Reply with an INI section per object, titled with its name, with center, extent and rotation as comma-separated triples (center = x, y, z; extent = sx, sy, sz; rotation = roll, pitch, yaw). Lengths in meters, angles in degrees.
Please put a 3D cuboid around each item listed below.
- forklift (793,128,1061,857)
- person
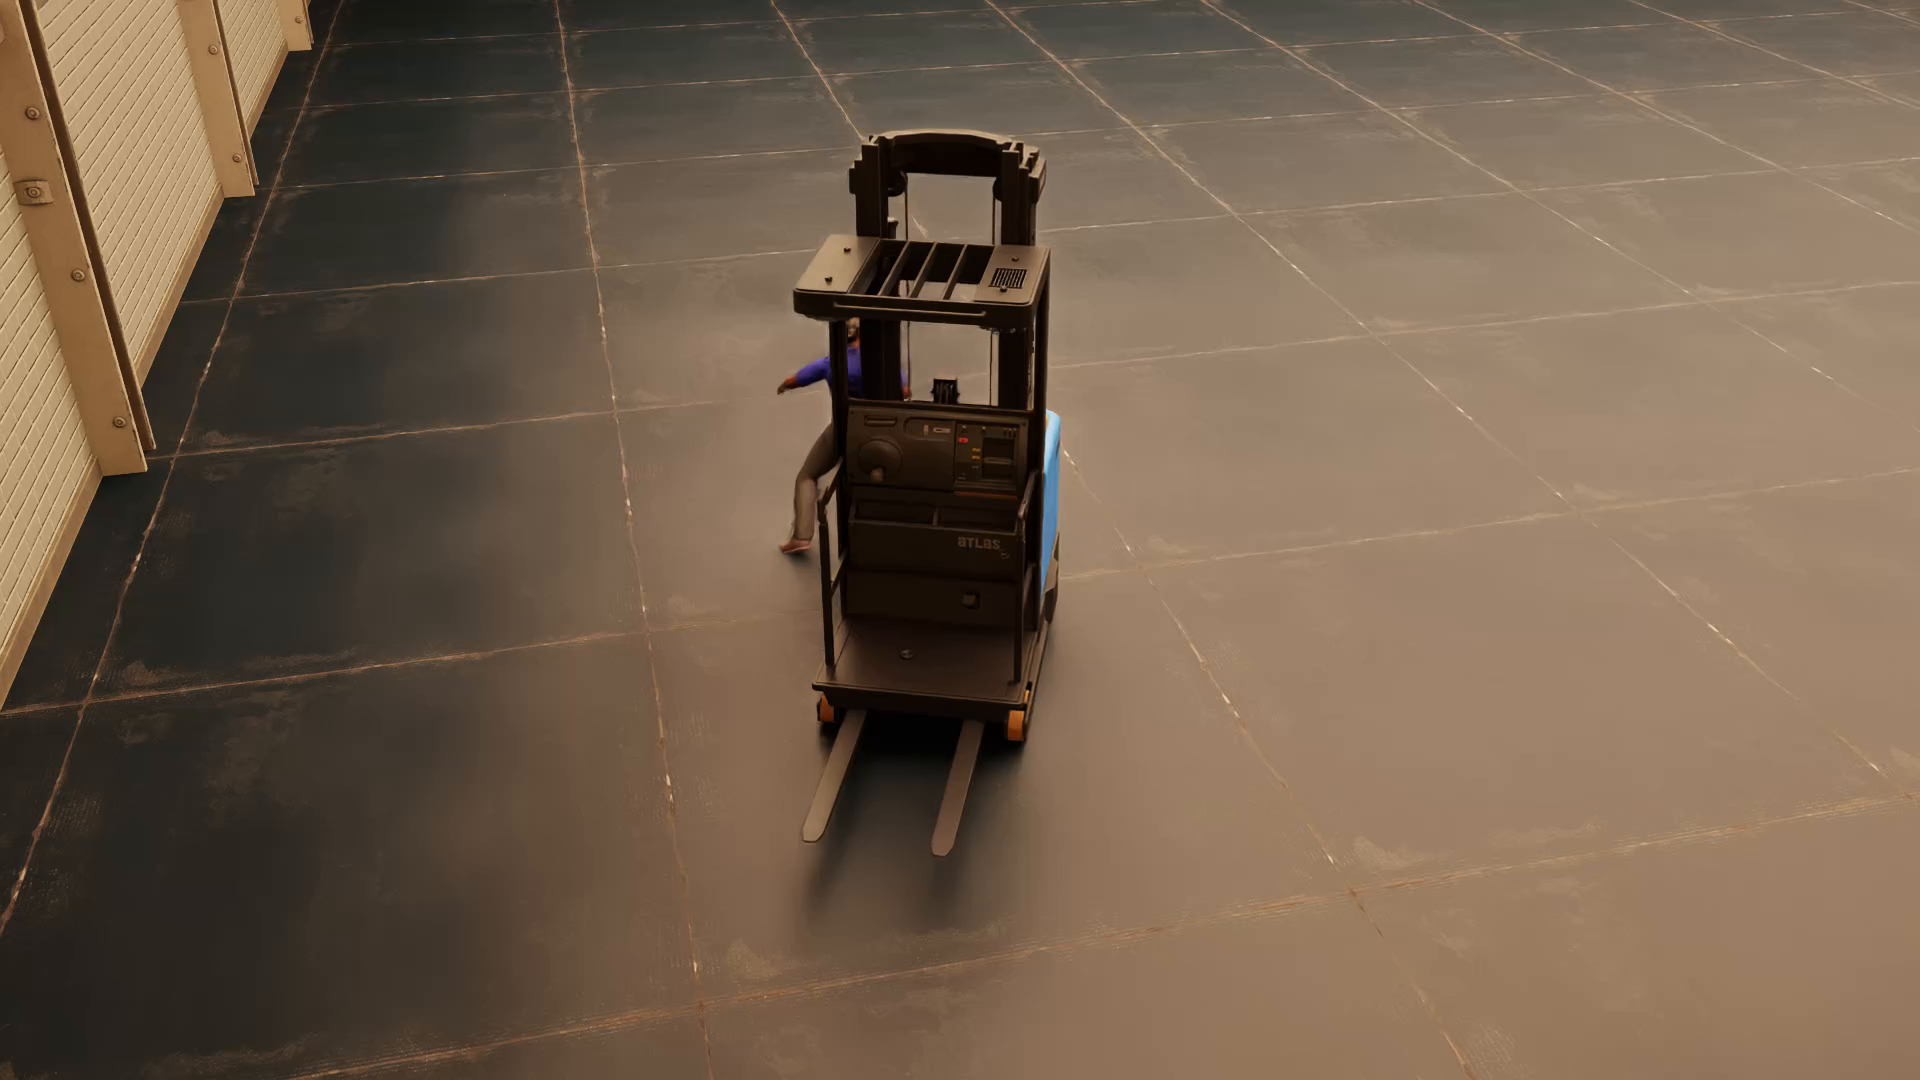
[forklift]
center = -0.149, -0.411, 8.284
extent = 1.130, 2.935, 3.031
rotation = 5, 30, 8
[person]
center = -0.671, -0.738, 10.362
extent = 0.979, 1.519, 0.947
rotation = -2, 30, -3
